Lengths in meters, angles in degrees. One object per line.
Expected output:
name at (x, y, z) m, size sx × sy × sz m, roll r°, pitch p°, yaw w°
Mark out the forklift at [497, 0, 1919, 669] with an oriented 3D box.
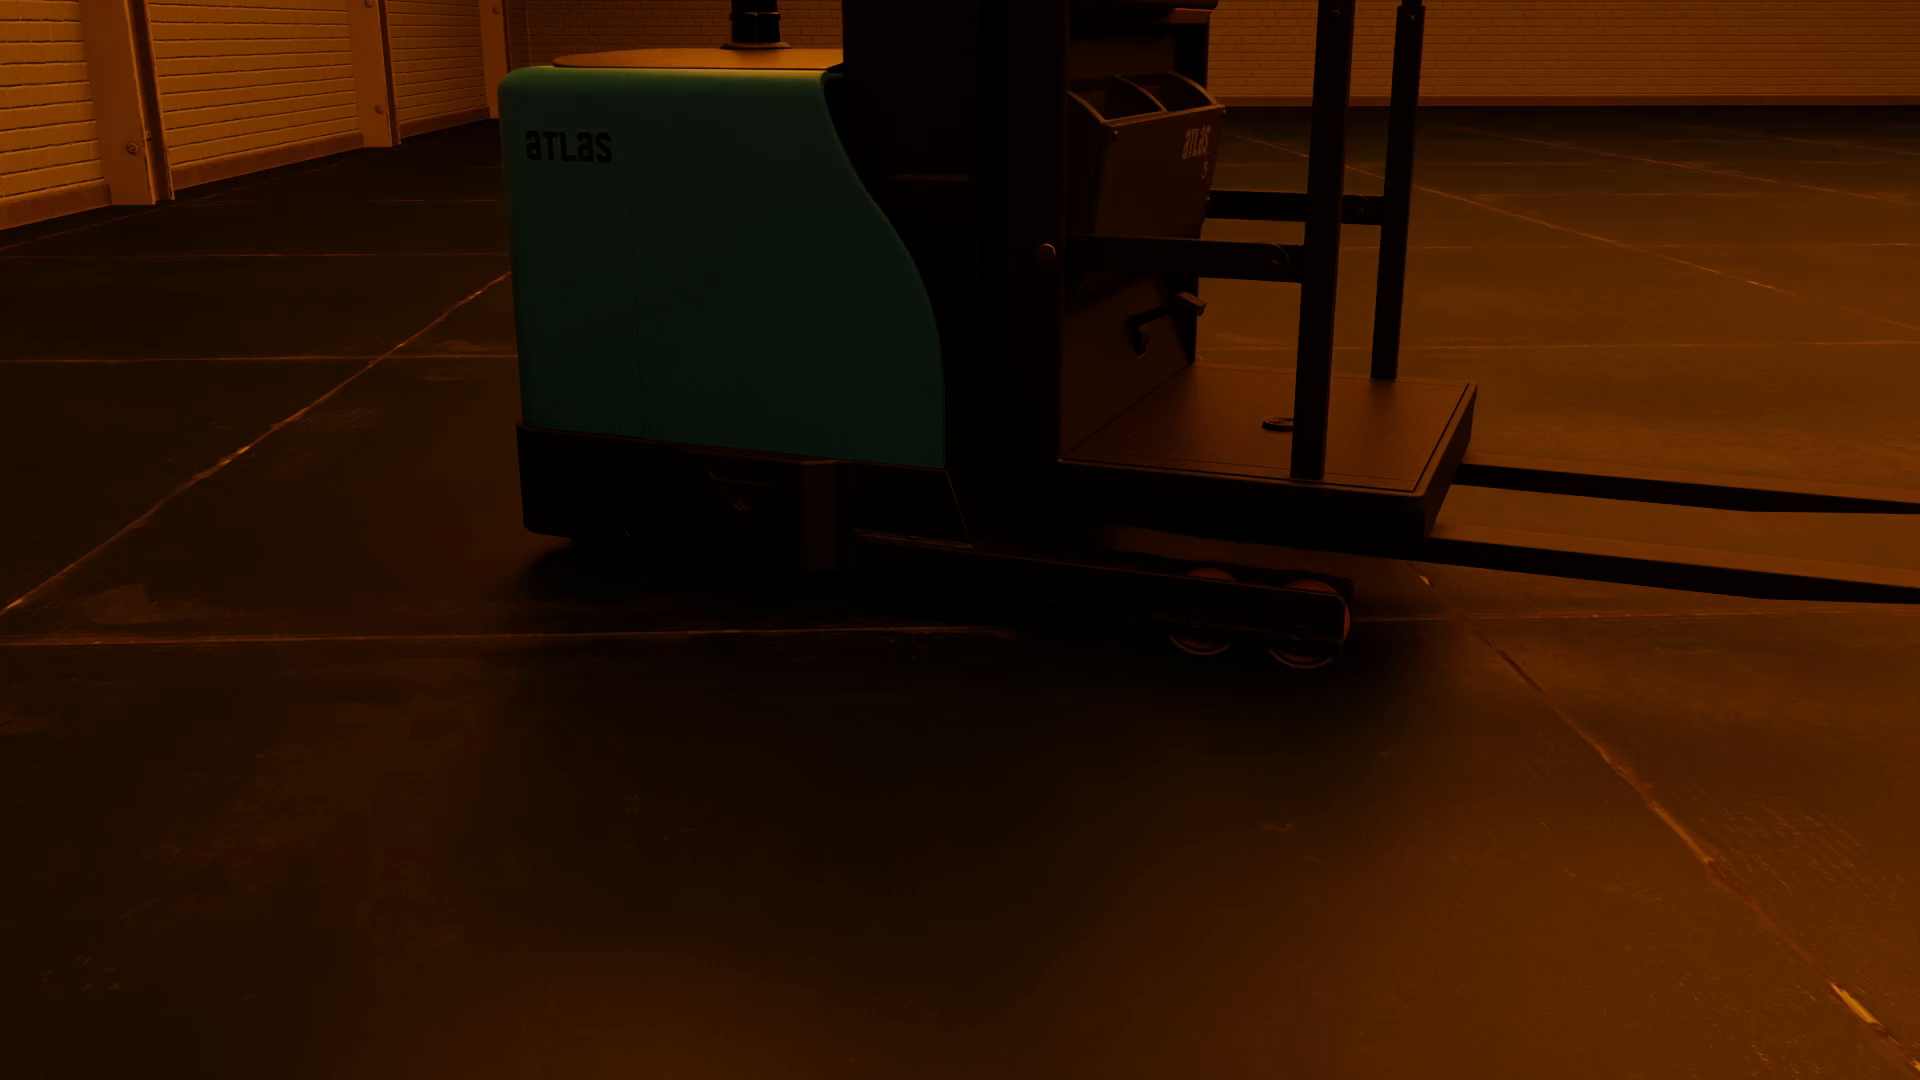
forklift at (0.575, -1.335, 3.271) m, size 3.031 × 2.935 × 1.130 m, roll 7°, pitch 18°, yaw 21°
